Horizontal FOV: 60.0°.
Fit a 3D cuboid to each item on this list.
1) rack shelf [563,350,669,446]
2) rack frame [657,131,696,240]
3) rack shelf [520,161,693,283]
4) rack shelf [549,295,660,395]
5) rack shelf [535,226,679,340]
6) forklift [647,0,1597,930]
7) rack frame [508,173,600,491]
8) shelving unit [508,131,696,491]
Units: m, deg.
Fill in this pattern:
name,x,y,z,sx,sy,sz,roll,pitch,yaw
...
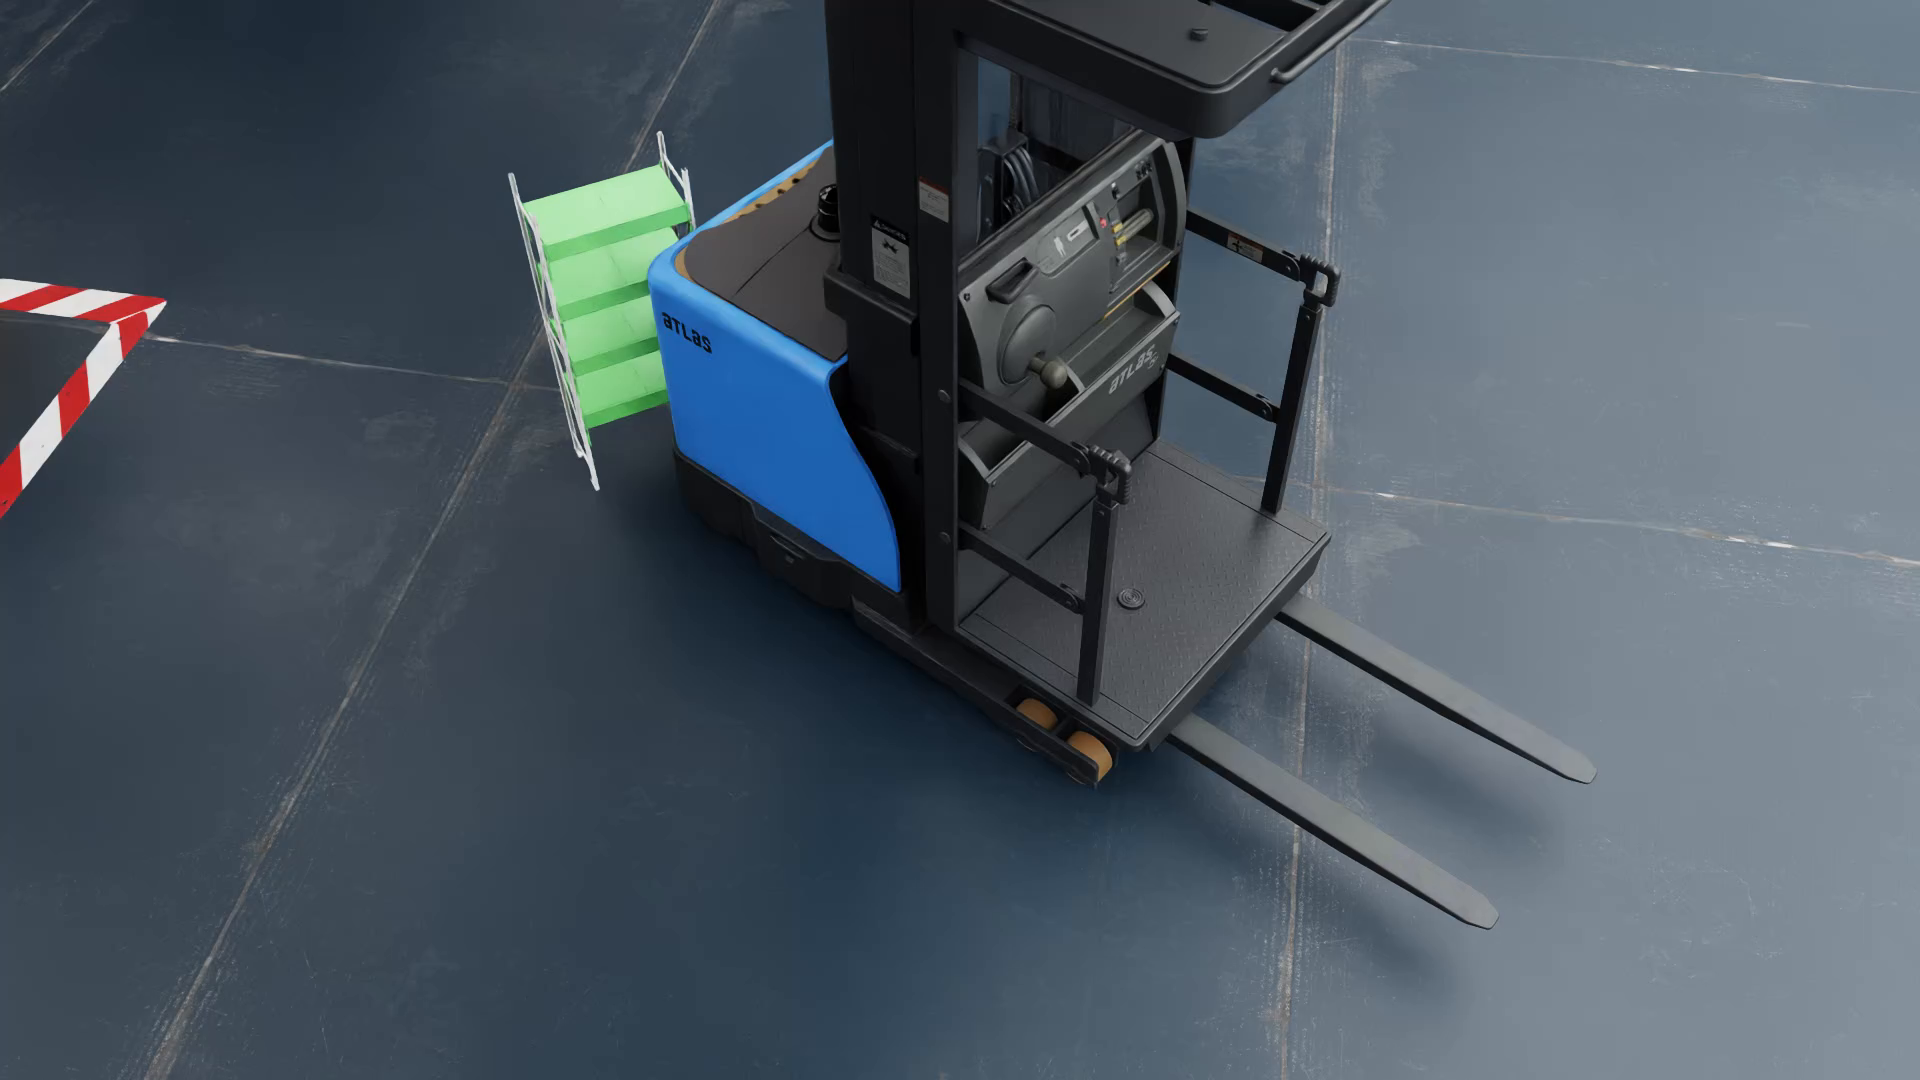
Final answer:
name,x,y,z,sx,sy,sz,roll,pitch,yaw
rack shelf,-1.124,-0.537,5.834,0.480,0.148,0.258,-21,51,-18
rack frame,-0.907,-0.823,5.683,0.015,1.200,0.240,-21,51,-18
rack shelf,-1.124,-1.018,5.299,0.480,0.148,0.258,-21,51,-18
rack shelf,-1.124,-0.697,5.656,0.480,0.148,0.258,-21,51,-18
rack shelf,-1.124,-0.858,5.477,0.480,0.148,0.258,-21,51,-18
forklift,0.481,-0.684,4.394,3.031,2.935,1.130,32,55,25
rack frame,-1.341,-0.657,5.534,0.015,1.200,0.240,-21,51,-18
shelving unit,-1.124,-0.740,5.608,0.503,1.200,0.258,-21,51,-18
